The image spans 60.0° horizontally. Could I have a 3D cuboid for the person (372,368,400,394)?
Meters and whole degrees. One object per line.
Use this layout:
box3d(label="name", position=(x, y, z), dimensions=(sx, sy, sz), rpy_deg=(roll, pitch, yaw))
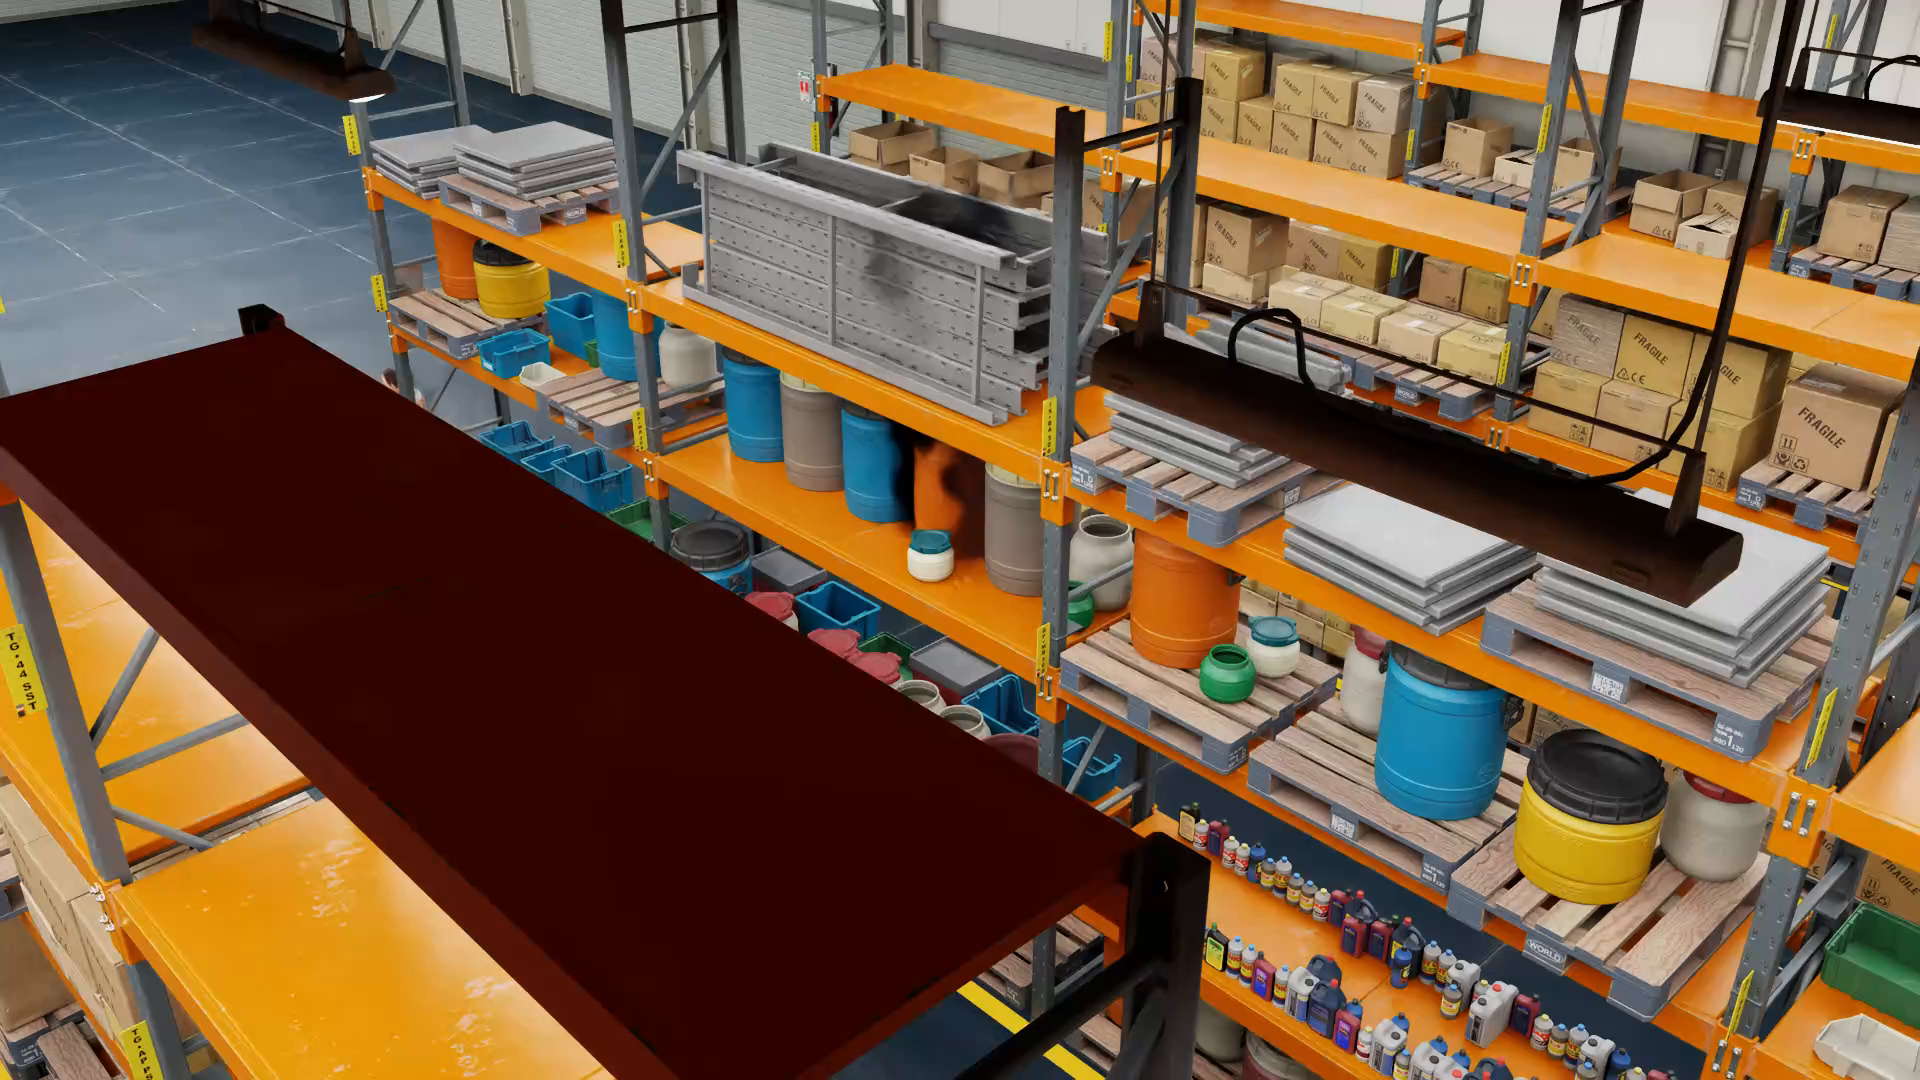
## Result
box3d(label="person", position=(-5.688, -0.983, 16.955), dimensions=(0.934, 1.662, 0.577), rpy_deg=(-5, 29, -8))
